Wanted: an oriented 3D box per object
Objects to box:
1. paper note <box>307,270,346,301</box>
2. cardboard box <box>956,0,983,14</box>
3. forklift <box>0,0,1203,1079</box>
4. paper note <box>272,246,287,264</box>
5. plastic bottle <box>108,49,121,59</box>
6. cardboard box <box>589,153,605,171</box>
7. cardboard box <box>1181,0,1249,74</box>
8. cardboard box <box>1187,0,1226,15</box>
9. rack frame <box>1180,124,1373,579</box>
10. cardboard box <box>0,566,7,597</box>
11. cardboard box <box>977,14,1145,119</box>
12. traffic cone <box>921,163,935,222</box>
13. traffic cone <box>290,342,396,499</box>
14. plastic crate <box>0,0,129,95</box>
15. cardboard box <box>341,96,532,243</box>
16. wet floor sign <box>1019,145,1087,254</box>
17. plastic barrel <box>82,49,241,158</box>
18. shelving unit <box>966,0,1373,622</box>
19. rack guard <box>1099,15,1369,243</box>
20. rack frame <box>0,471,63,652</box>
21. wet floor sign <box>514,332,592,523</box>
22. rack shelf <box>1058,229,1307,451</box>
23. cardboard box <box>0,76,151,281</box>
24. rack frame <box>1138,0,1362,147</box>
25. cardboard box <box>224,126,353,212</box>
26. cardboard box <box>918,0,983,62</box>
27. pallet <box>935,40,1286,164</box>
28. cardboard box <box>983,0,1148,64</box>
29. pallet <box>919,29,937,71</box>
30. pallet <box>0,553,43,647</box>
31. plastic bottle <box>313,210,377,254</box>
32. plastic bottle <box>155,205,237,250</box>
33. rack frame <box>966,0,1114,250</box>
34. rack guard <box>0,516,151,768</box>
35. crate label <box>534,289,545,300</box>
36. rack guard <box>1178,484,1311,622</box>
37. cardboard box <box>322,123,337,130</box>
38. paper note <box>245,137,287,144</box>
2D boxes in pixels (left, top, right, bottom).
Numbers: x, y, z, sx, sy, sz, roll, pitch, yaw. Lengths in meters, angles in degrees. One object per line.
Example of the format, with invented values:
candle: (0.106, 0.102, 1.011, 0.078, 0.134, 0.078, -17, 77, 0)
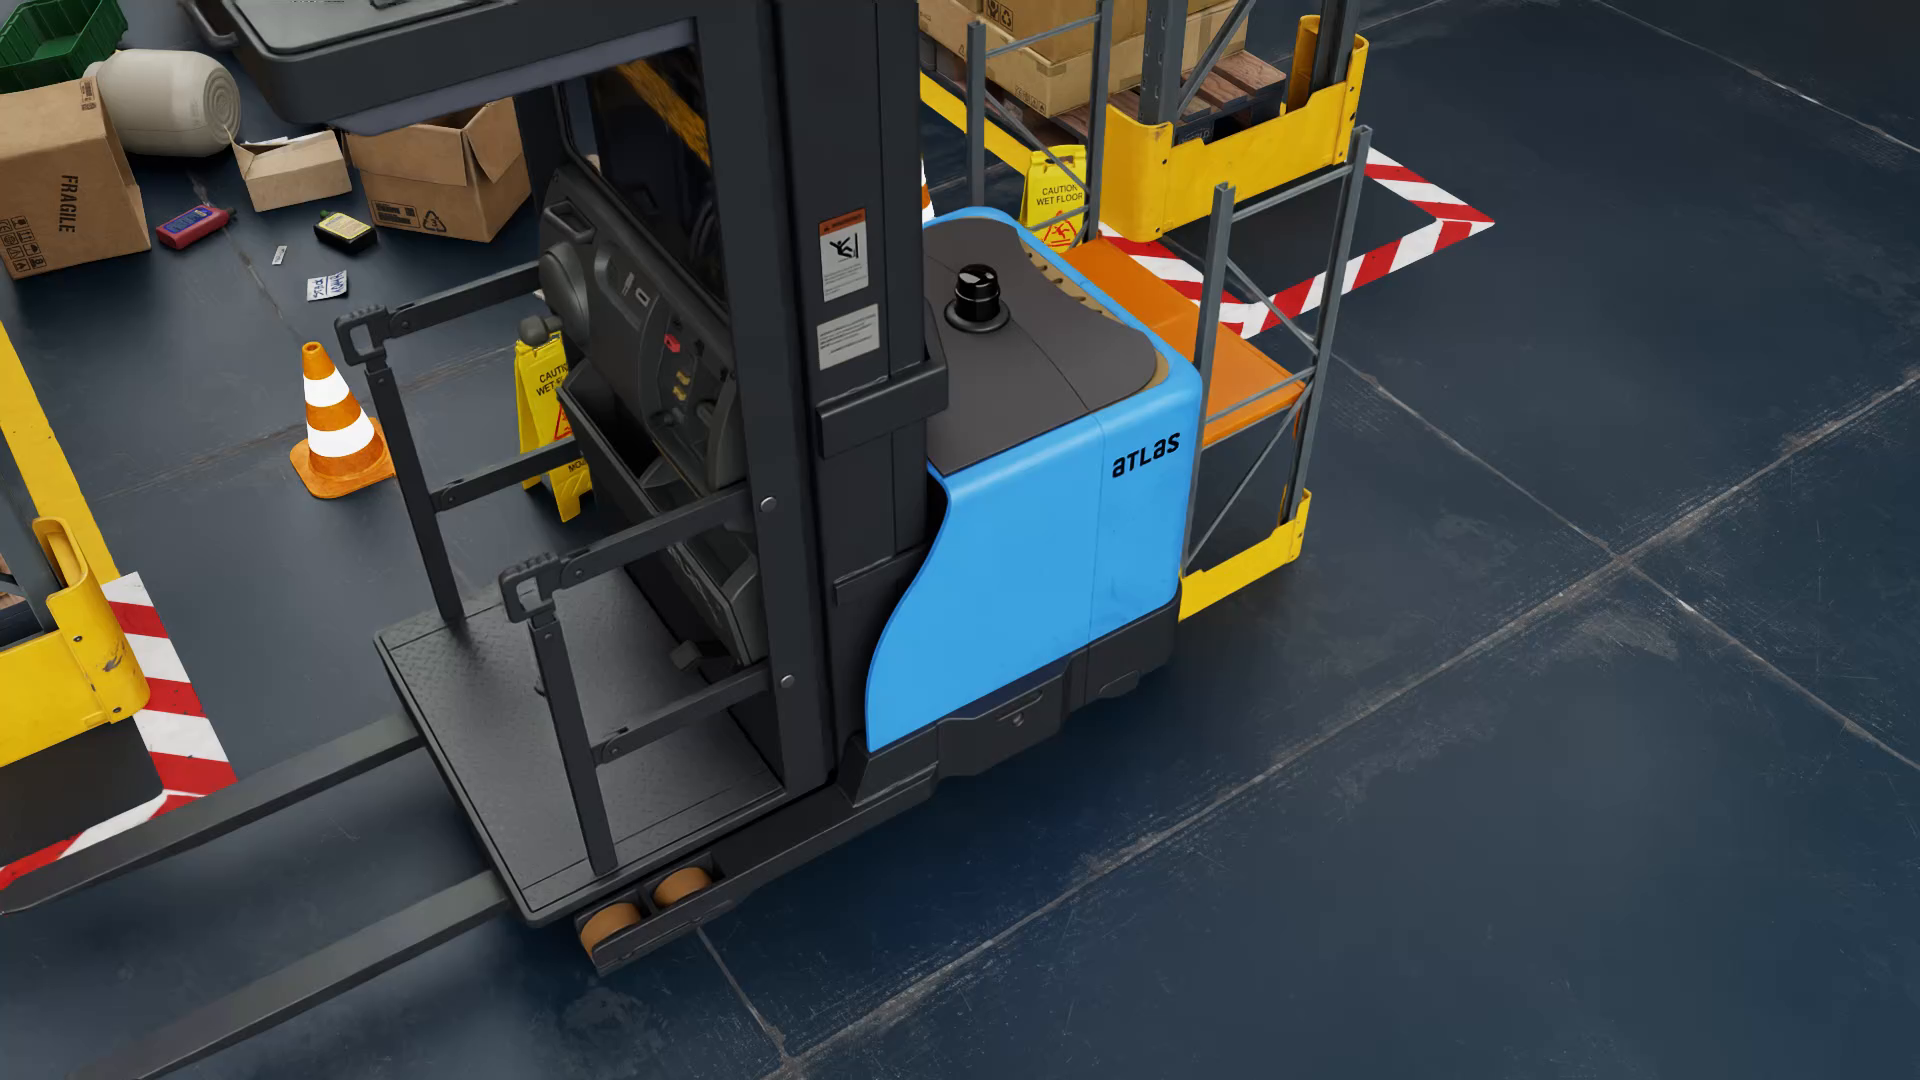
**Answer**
paper note: (-2.372, -0.955, 6.229, 0.144, 0.017, 0.142, -10, 45, -11)
cardboard box: (0.138, -2.580, 6.925, 0.500, 0.500, 0.500, -24, 49, -23)
forklift: (-0.889, -0.416, 3.563, 3.031, 2.935, 1.130, -24, 49, -23)
paper note: (-2.615, -1.096, 6.390, 0.032, 0.001, 0.123, -3, 44, -4)
plastic bottle: (-3.783, -2.137, 7.444, 0.283, 0.061, 0.133, 18, 47, 18)
cardboard box: (-1.295, -1.420, 6.629, 0.380, 0.149, 0.250, -3, 44, -4)
cardboard box: (0.877, -2.230, 7.101, 0.500, 0.250, 0.500, -26, 49, -25)
cardboard box: (0.863, -2.515, 6.856, 0.500, 0.500, 0.500, -27, 50, -26)
rack frame: (0.819, -0.392, 4.574, 0.500, 1.500, 0.032, -26, 49, -25)
cardboard box: (-3.333, -0.236, 4.559, 0.875, 0.875, 0.875, -25, 49, -24)
cardboard box: (0.414, -2.029, 6.891, 0.500, 0.250, 0.500, -26, 49, -25)
traffic cone: (-0.193, -1.323, 6.301, 0.336, 0.463, 0.334, -26, 49, -24)
traffic cone: (-2.030, -0.438, 5.374, 0.336, 0.463, 0.334, -26, 49, -24)
plastic crate: (-4.005, -2.182, 7.359, 0.450, 0.188, 0.662, -11, 44, 3)
cardboard box: (-1.970, -1.599, 6.560, 0.637, 0.503, 0.797, 11, 45, 11)
wet floor sign: (0.342, -1.125, 5.961, 0.267, 0.644, 0.232, -10, 45, -11)
plastic barrel: (-3.272, -1.791, 6.820, 0.512, 0.421, 0.421, 4, 44, 4)
shelving unit: (0.520, -0.684, 4.880, 0.587, 1.500, 1.083, -26, 49, -25)
rack guard: (1.068, -1.646, 6.612, 1.175, 0.500, 0.348, -26, 49, -24)
rack frame: (-2.891, -0.494, 3.595, 1.000, 3.000, 0.127, -26, 49, -24)
wet floor sign: (-1.250, -0.408, 5.211, 0.267, 0.644, 0.232, -35, 53, -31)
rack shelf: (0.525, -0.549, 4.999, 0.538, 0.185, 1.000, -26, 49, -25)
cardboard box: (-3.449, -1.383, 6.334, 0.500, 0.500, 0.500, -18, 46, -18)
rack frame: (1.111, -2.507, 5.704, 1.000, 3.000, 0.127, -26, 49, -24)
cardboard box: (-2.685, -1.525, 6.655, 0.396, 0.266, 0.258, -18, 46, -18)
cardboard box: (0.138, -2.312, 7.187, 0.500, 0.250, 0.500, -26, 49, -24)
pallet: (0.632, -2.015, 7.208, 1.003, 0.211, 1.213, -26, 49, -24)
cardboard box: (0.439, -2.286, 6.617, 0.500, 0.500, 0.500, -25, 49, -24)
pallet: (-0.062, -2.706, 7.931, 1.003, 0.211, 1.213, -26, 49, -24)
pallet: (-3.413, 0.092, 5.000, 1.003, 0.211, 1.213, -26, 49, -24)
plastic bottle: (-2.413, -1.206, 6.469, 0.283, 0.061, 0.133, 26, 49, 25)
plastic bottle: (-2.982, -1.239, 6.504, 0.133, 0.061, 0.283, 26, 49, 25)
rack frame: (0.232, -0.965, 5.175, 0.500, 1.500, 0.032, -26, 49, -25)
rack guard: (-2.877, 0.423, 4.444, 1.175, 0.500, 0.348, -26, 49, -24)
crate label: (-1.409, -0.995, 6.193, 0.298, 0.136, 0.250, 18, 47, 18)
rack guard: (0.808, 0.049, 5.017, 0.587, 0.250, 0.087, -26, 49, -25)
cardboard box: (-2.512, -2.174, 7.065, 0.797, 0.637, 0.503, -26, 49, -24)
paper note: (-2.901, -1.637, 6.948, 0.172, 0.023, 0.155, -10, 45, -11)
